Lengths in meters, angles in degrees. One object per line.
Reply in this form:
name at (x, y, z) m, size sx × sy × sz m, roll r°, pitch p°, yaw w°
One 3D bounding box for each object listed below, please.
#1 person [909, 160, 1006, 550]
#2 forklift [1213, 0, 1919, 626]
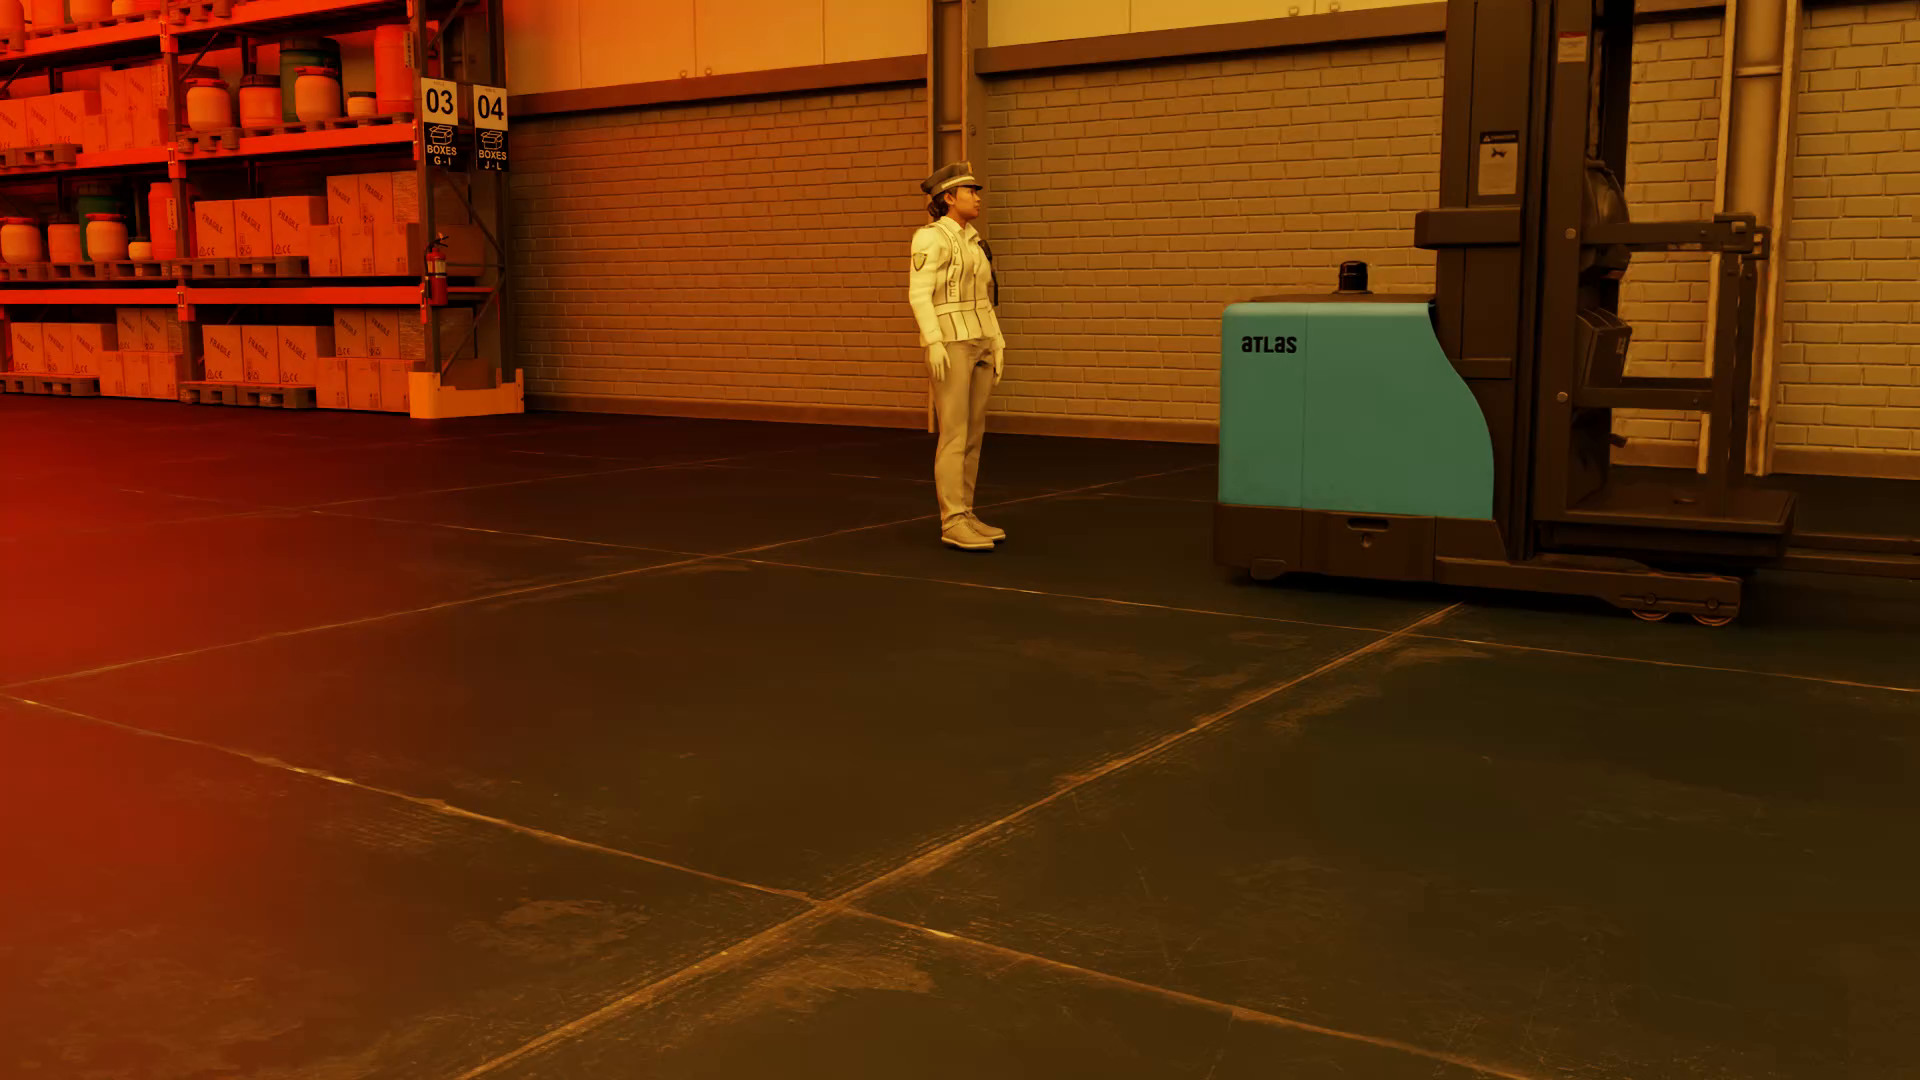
person at (0.052, -0.840, 7.441) m, size 0.534 × 1.696 × 0.587 m, roll 5°, pitch 10°, yaw 34°
forklift at (2.526, -1.247, 5.962) m, size 3.031 × 2.935 × 1.130 m, roll 4°, pitch 9°, yaw 28°
